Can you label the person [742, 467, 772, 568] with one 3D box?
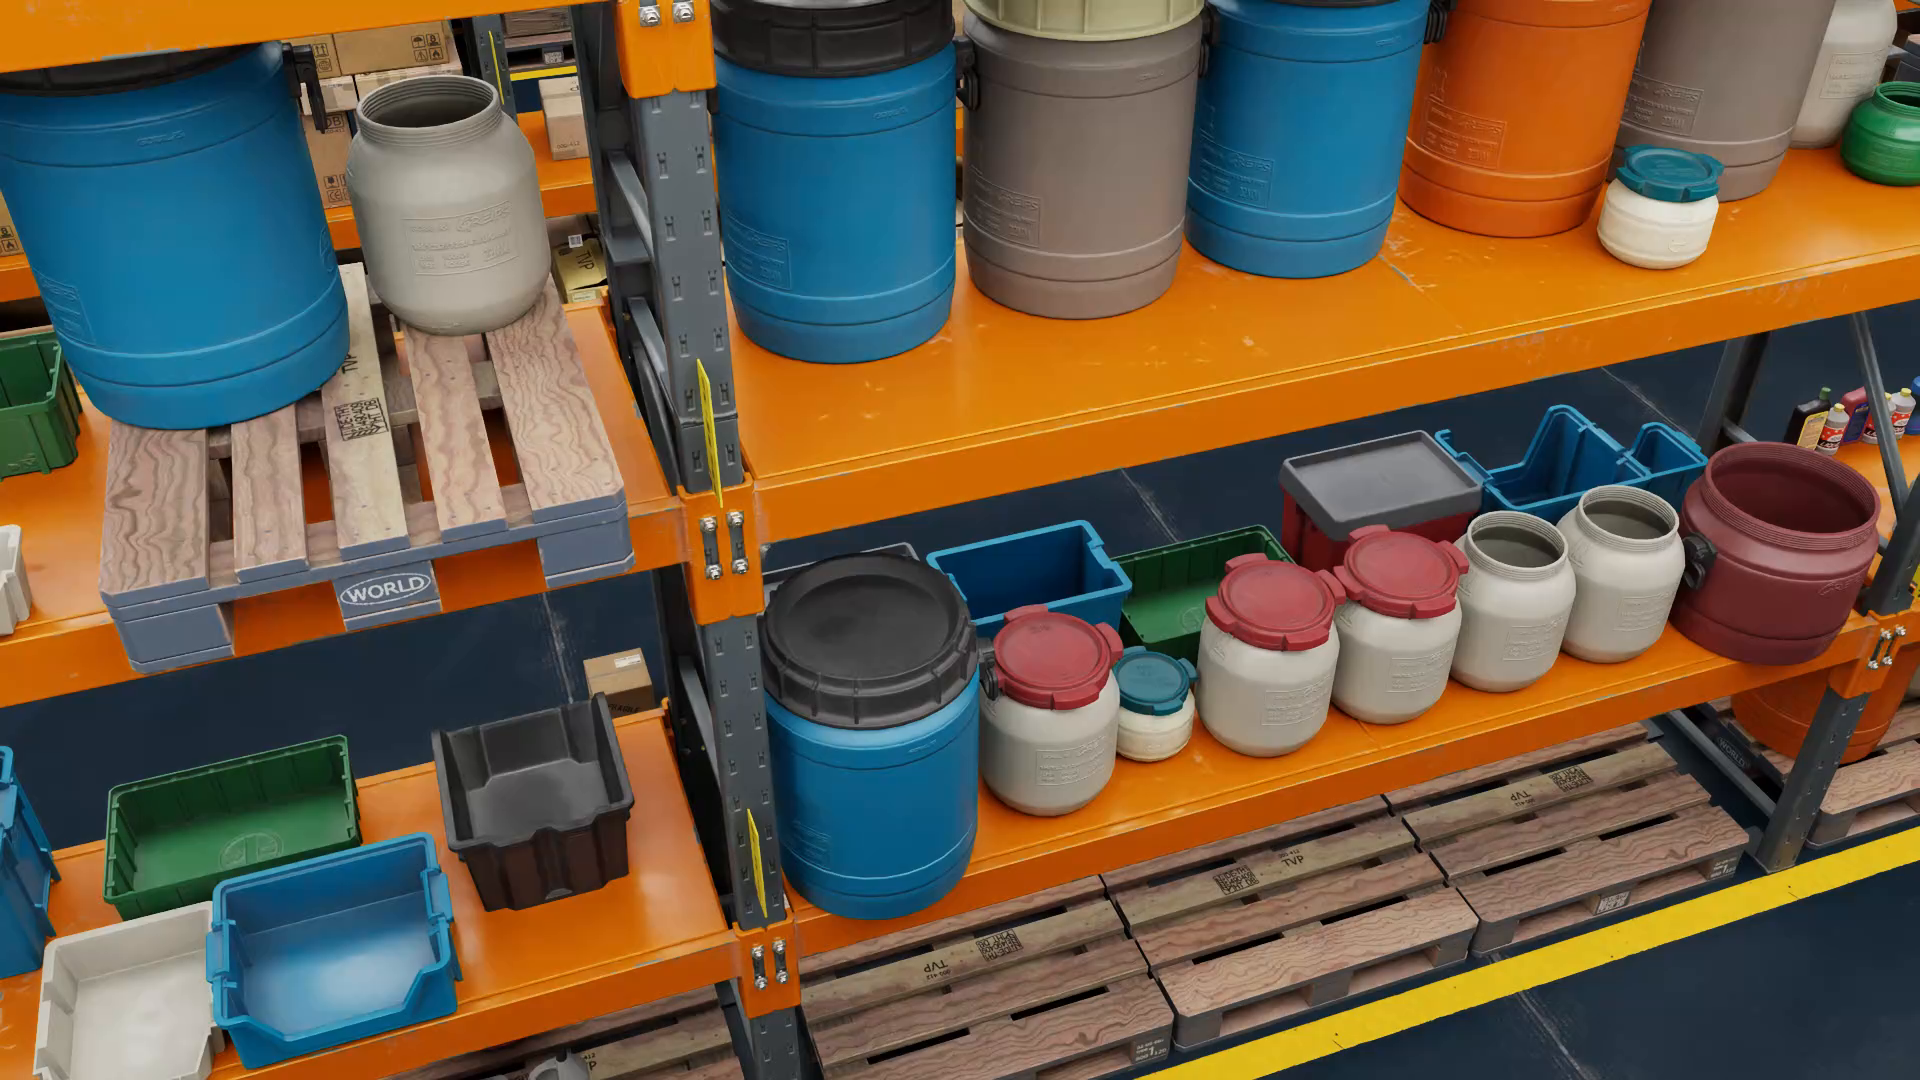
[{"bbox_3d":[-1.004,0.004,6.803,0.457,1.729,0.556,-12,39,-15],"label":"person"}]
